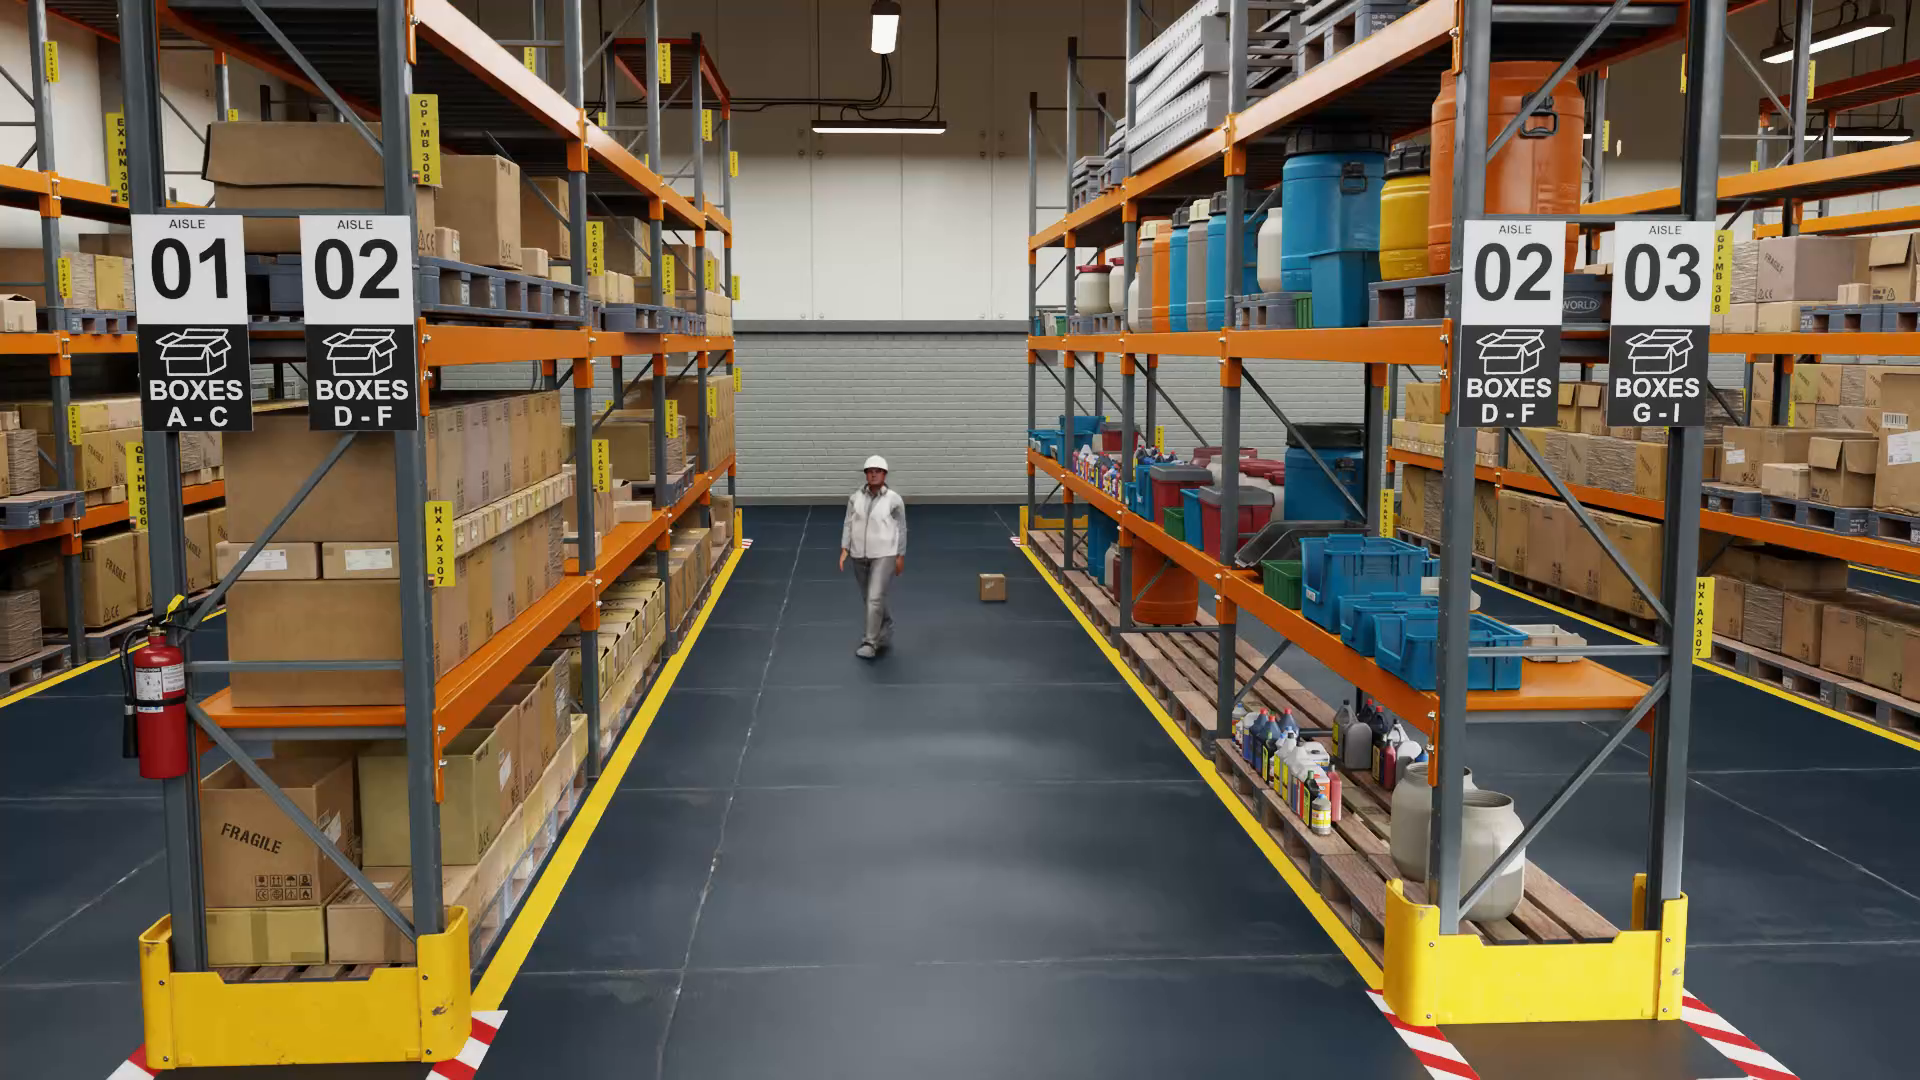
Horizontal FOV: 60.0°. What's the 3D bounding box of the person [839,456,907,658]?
[{"bbox_3d":[-0.770,0.127,14.579,0.535,1.729,1.016,3,7,24],"label":"person"}]
